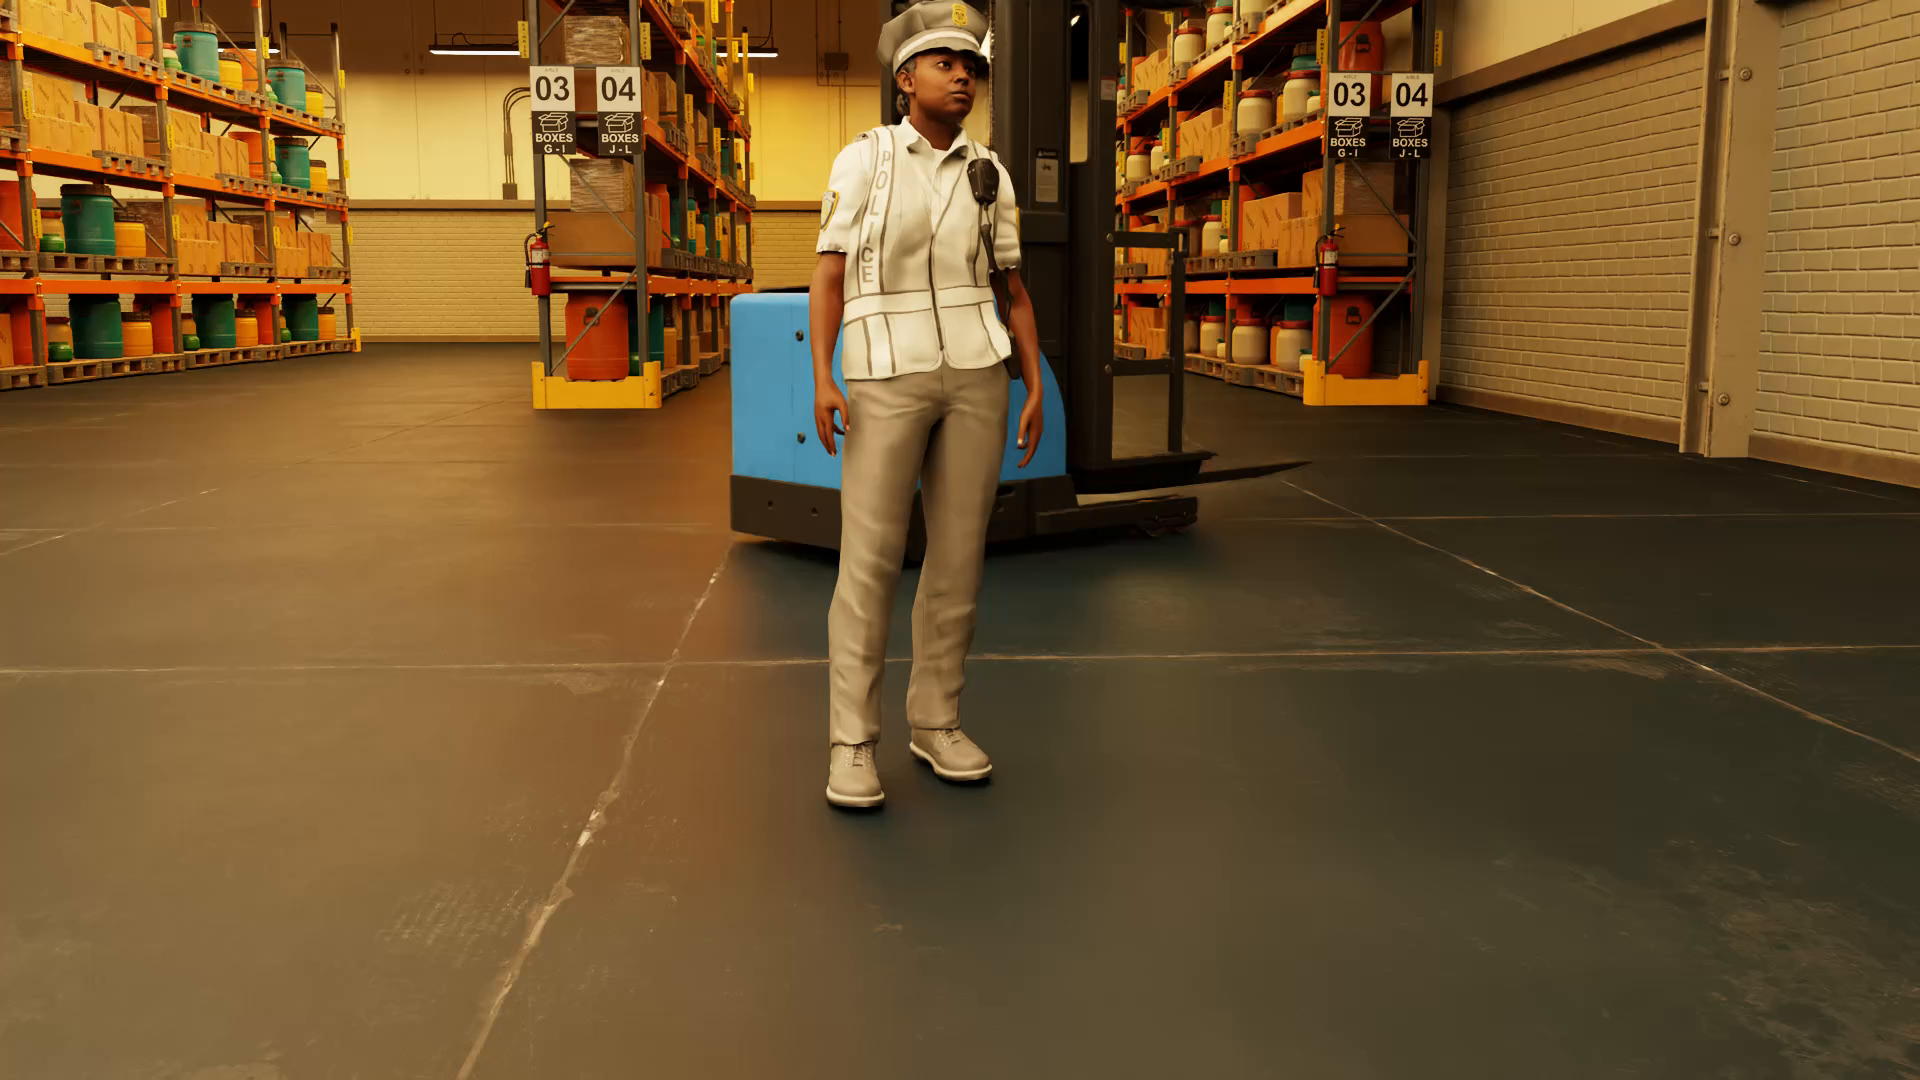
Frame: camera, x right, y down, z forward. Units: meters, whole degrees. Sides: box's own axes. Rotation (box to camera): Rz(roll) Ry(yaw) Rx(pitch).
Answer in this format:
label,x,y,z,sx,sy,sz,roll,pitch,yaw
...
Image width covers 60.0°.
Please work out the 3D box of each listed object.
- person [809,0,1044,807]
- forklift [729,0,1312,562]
label,x,y,z,sx,sy,sz,roll,pitch,yaw
person,-0.066,-0.320,3.645,0.569,1.694,0.530,-3,9,-19
forklift,0.447,-1.519,7.558,3.031,2.935,1.130,-7,11,-41
